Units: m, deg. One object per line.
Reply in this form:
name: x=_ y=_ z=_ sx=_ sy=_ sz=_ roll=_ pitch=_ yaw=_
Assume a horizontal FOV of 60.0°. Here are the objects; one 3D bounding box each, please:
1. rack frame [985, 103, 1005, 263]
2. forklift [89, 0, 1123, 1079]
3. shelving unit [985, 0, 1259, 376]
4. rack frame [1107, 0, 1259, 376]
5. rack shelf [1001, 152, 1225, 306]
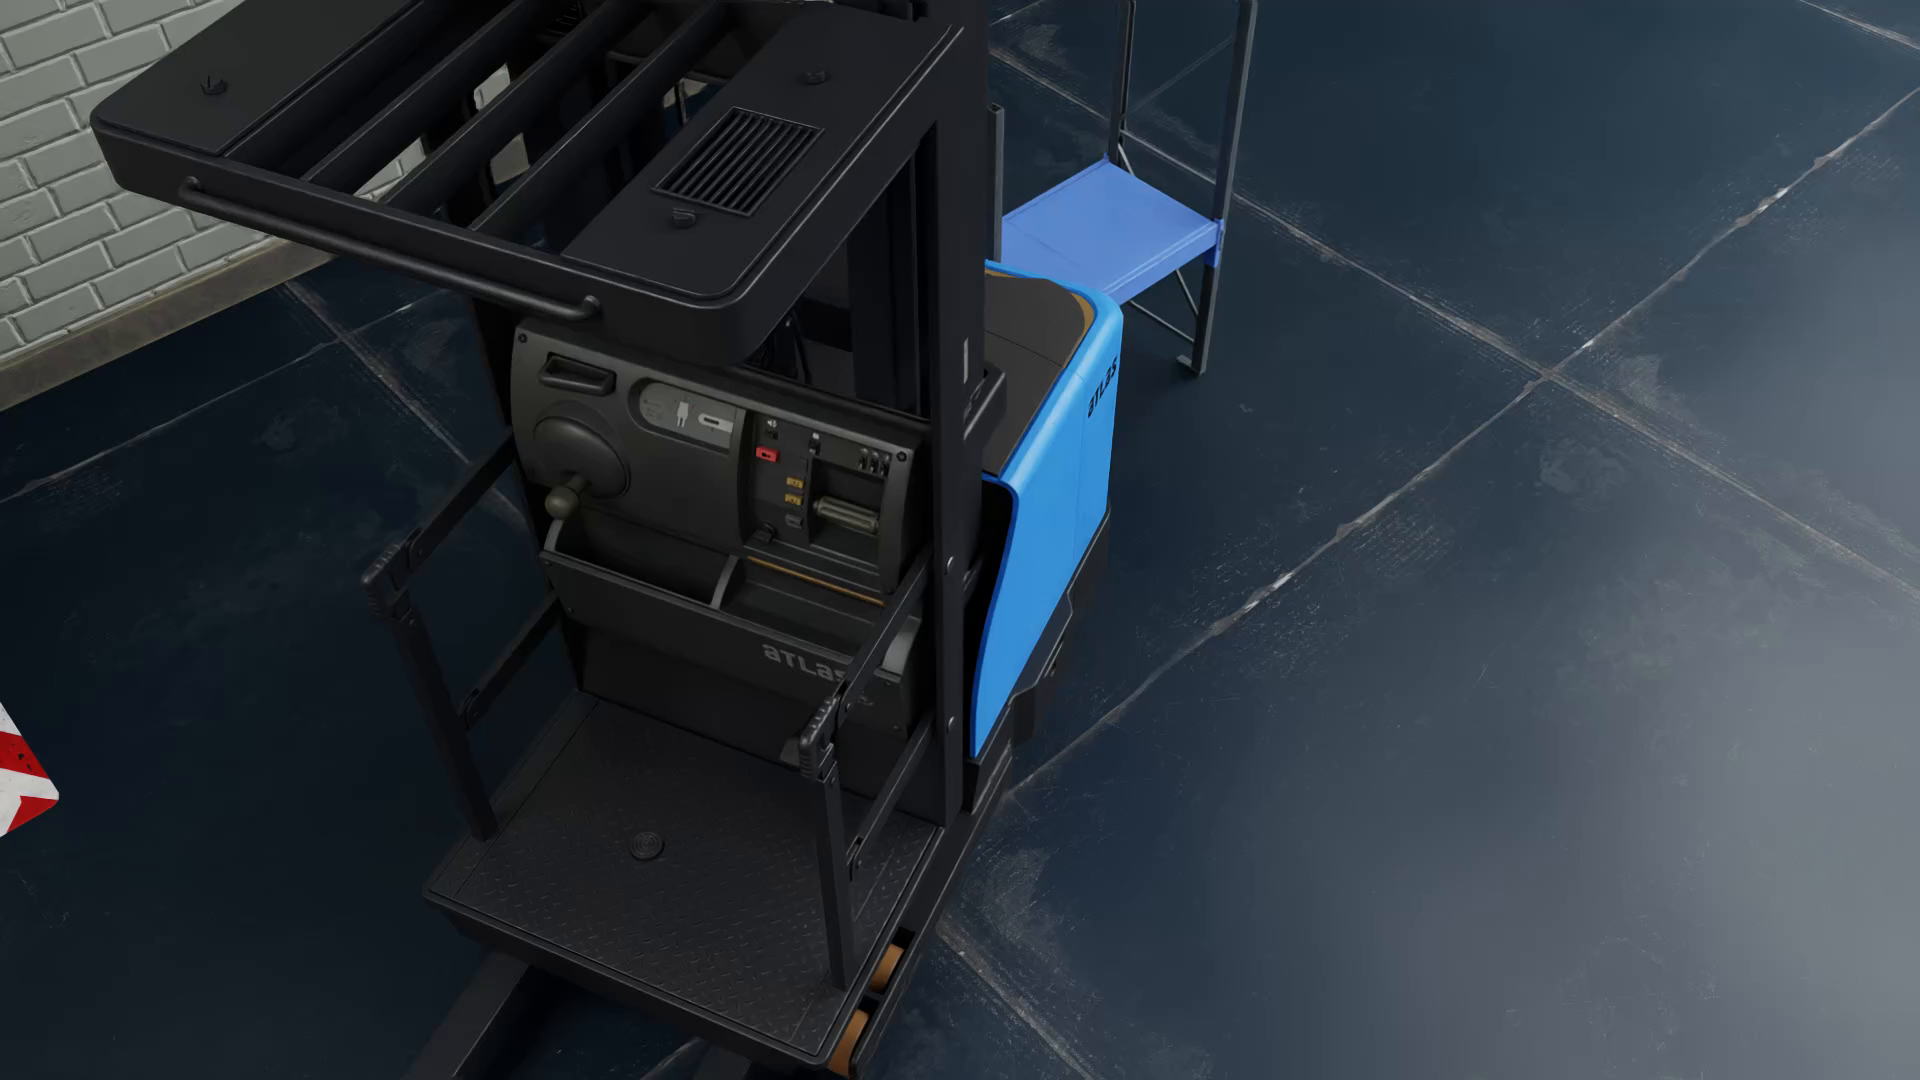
rack frame: x=-0.068 y=-0.710 z=4.884 sx=0.032 sy=1.500 sz=0.500 roll=-35 pitch=56 yaw=-28
forklift: x=-0.611 y=-0.063 z=3.314 sx=1.130 sy=2.935 sz=3.031 roll=18 pitch=50 yaw=16
shelving unit: x=0.302 y=-0.965 z=5.120 sx=1.048 sy=1.500 sz=0.538 roll=-35 pitch=56 yaw=-28
rack frame: x=0.672 y=-1.221 z=5.357 sx=0.032 sy=1.500 sz=0.500 roll=-35 pitch=56 yaw=-28
rack shelf: x=0.302 y=-0.844 z=5.253 sx=1.000 sy=0.185 sz=0.538 roll=-35 pitch=56 yaw=-28
